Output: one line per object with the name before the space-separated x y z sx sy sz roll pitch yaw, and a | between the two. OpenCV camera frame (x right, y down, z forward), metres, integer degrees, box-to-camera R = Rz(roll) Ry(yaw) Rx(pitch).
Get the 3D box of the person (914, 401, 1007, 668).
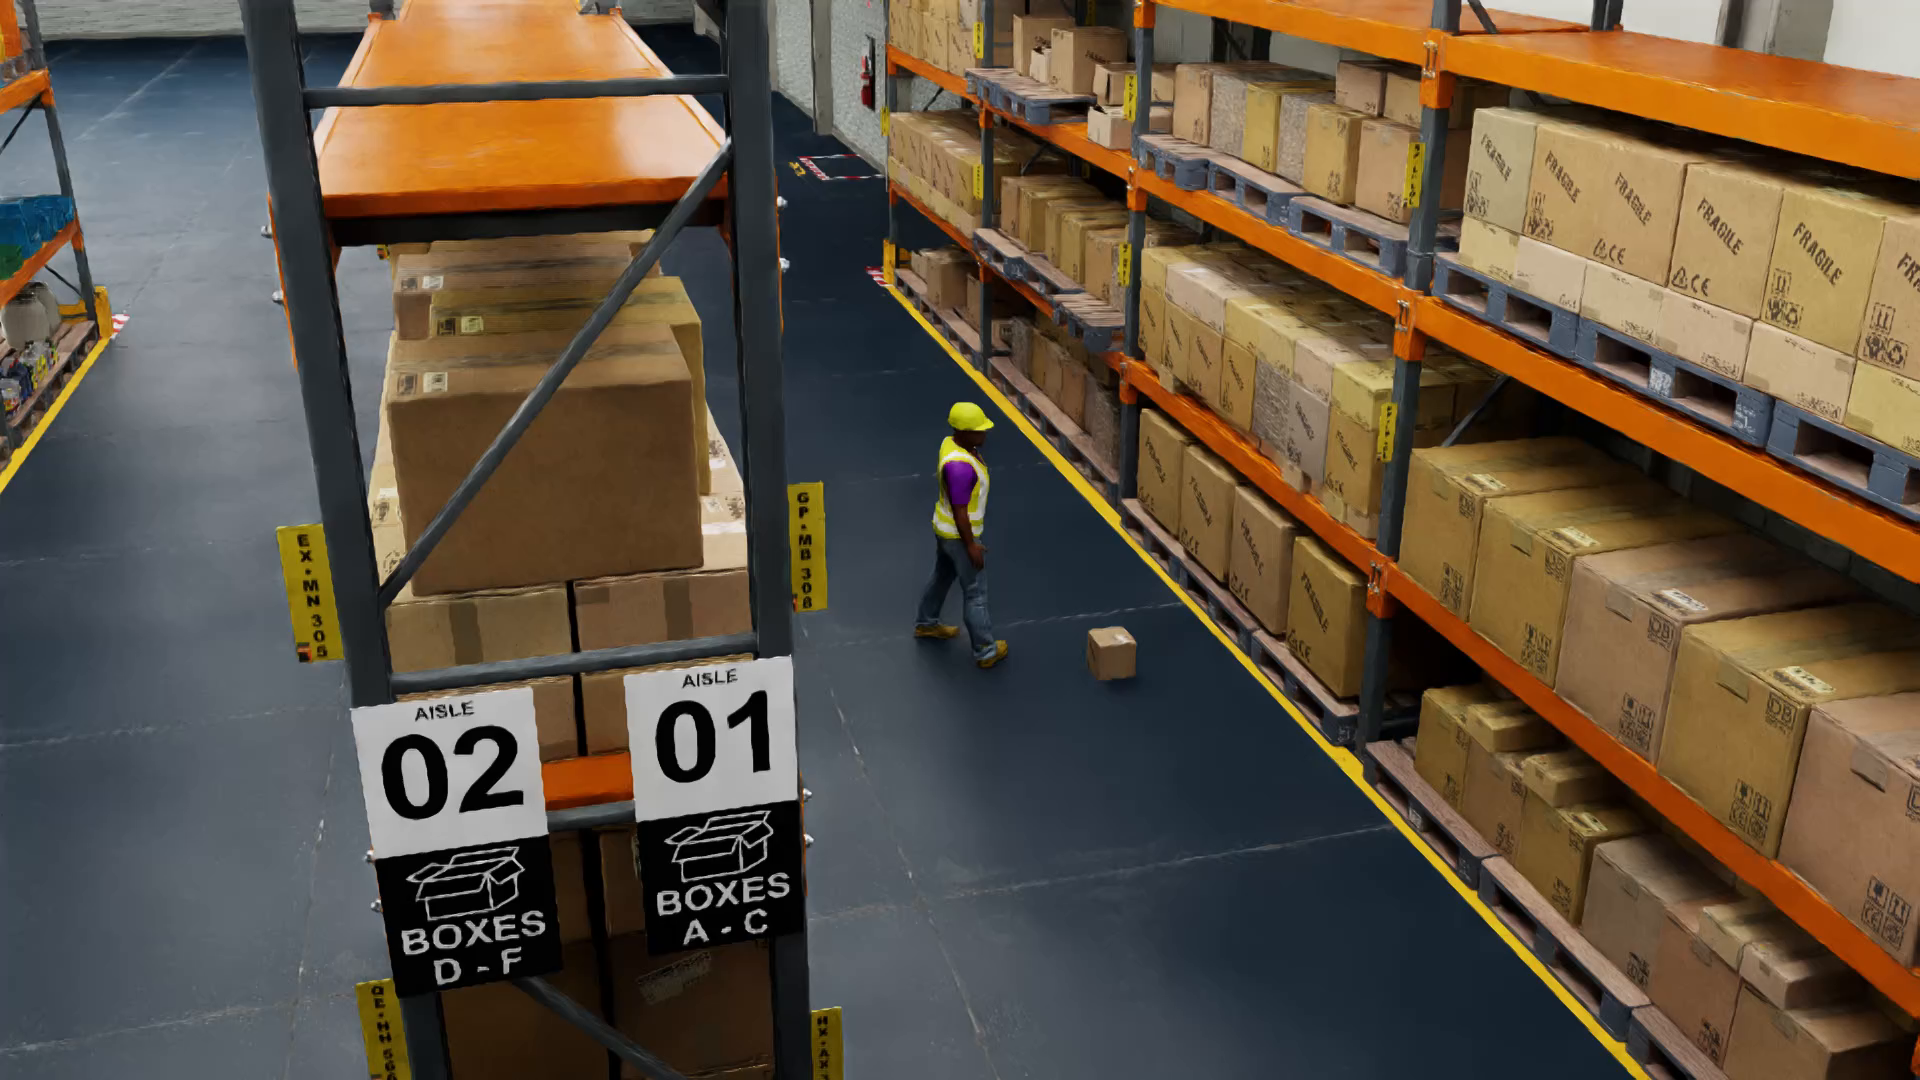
person | 0.008 -0.070 10.741 0.598 1.762 0.635 -2 23 -6
